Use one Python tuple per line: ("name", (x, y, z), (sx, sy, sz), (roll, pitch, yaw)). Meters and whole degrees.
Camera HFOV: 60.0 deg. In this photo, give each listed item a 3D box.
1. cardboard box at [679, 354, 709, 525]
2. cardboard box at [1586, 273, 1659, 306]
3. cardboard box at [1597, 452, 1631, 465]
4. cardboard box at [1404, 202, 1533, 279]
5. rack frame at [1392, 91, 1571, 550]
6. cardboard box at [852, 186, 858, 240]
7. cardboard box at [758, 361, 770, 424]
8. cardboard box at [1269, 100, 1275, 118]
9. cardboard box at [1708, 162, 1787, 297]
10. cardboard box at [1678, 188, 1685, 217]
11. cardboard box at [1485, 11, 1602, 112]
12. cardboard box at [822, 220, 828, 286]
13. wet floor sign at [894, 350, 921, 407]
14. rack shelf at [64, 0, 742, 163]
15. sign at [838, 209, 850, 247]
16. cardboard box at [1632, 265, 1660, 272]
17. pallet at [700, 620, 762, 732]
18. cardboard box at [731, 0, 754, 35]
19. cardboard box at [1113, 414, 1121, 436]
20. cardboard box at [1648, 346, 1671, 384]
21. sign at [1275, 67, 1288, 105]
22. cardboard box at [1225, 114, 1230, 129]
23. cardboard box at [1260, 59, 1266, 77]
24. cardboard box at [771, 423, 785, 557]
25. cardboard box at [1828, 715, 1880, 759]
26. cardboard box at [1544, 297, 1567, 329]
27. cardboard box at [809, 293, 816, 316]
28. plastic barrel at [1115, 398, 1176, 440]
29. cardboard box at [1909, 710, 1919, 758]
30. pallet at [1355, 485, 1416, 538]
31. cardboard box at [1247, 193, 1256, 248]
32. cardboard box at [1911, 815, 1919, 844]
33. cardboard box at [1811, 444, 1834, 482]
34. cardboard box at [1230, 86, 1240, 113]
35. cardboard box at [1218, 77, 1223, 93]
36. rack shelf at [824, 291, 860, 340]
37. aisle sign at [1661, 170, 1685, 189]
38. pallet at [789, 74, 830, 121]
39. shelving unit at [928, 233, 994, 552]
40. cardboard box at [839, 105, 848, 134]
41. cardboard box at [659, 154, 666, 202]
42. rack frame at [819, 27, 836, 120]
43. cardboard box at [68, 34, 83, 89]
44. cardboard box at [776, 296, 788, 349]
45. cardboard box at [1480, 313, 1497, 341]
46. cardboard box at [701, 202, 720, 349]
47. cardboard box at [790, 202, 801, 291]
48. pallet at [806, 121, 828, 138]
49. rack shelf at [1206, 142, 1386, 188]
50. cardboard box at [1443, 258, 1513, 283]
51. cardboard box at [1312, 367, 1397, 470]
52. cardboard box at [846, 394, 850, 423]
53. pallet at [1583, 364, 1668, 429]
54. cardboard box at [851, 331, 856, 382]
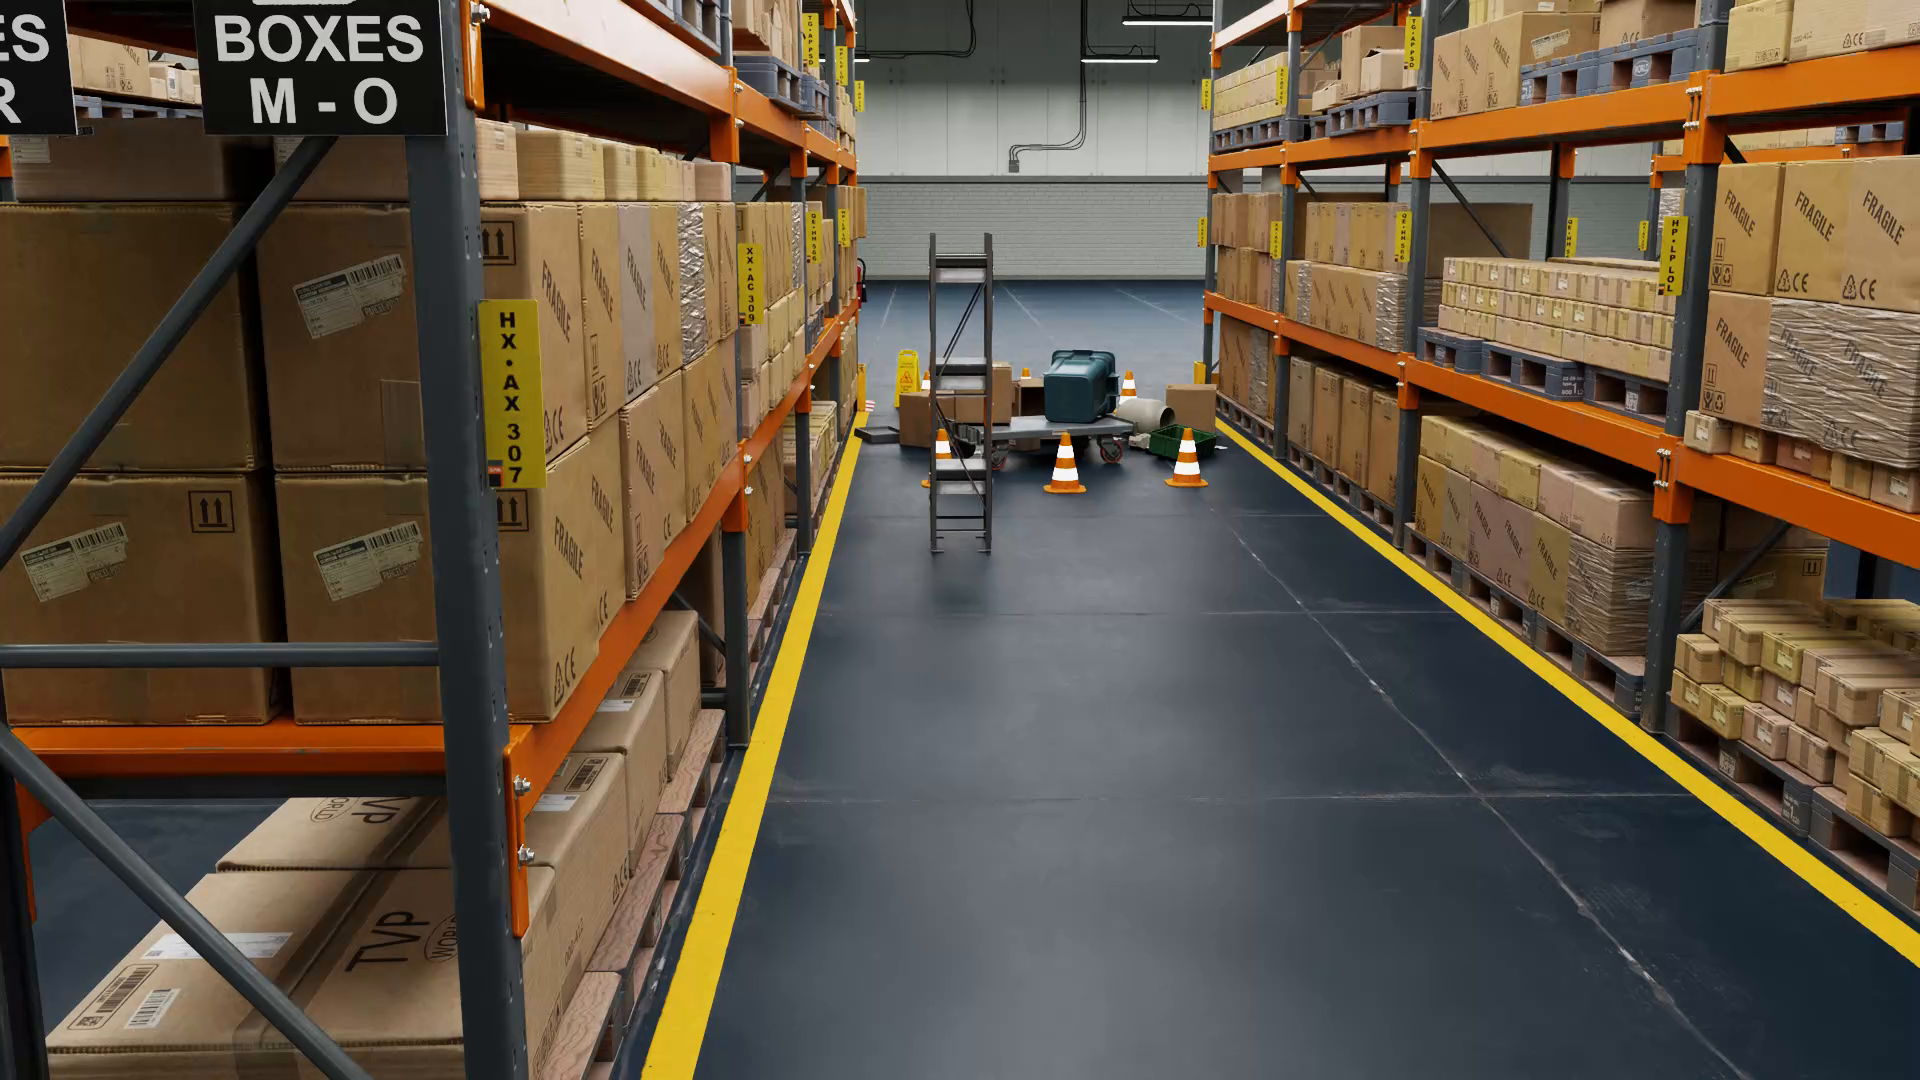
("cardboard box", (-1.105, -0.338, 5.429), (0.500, 0.500, 0.500), (0, 11, -2))
("cardboard box", (3.317, -1.233, 8.171), (0.380, 0.149, 0.250), (0, 11, -1))
("cardboard box", (3.765, -0.326, 8.967), (0.500, 0.250, 0.500), (0, 11, 1))
("cardboard box", (3.454, -2.046, 11.334), (0.700, 0.500, 0.500), (0, 11, -1))
("rack frame", (3.453, -1.418, 11.003), (1.000, 3.000, 0.127), (0, 11, -1))
("cardboard box", (-1.341, -3.147, 16.013), (0.700, 0.500, 0.500), (0, 11, -2))
("cardboard box", (-1.168, -0.700, 7.843), (0.500, 0.250, 0.500), (-1, 11, -3))
("cardboard box", (3.038, -3.936, 15.195), (0.380, 0.149, 0.250), (0, 11, 0))
("cardboard box", (3.302, -1.217, 6.498), (0.500, 0.500, 0.500), (0, 11, 0))
("cardboard box", (7.991, -3.483, 17.670), (0.500, 0.500, 0.500), (0, 11, -1))
("cardboard box", (3.232, -2.624, 9.151), (0.500, 0.500, 0.500), (0, 11, -1))
("cardboard box", (-1.321, -2.281, 13.203), (0.500, 0.500, 0.500), (0, 11, 1))
("wet floor sign", (-0.593, -1.856, 19.085), (0.267, 0.644, 0.232), (4, 12, 18))
("rack shelf", (-1.370, -1.302, 4.698), (1.077, 0.370, 4.000), (0, 11, -1))
("sign", (-1.021, -2.743, 14.623), (0.100, 0.325, 0.005), (0, 11, -1))
("cardboard box", (3.946, -1.439, 9.189), (0.380, 0.149, 0.250), (0, 11, 2))
("pallet", (-1.502, 0.631, 7.917), (1.003, 0.211, 1.213), (0, 11, -1))
("cardboard box", (-1.071, -2.293, 7.055), (0.396, 0.266, 0.258), (0, 11, -2))
("cardboard box", (1.494, -1.207, 16.841), (0.396, 0.266, 0.258), (2, 12, 9))
("cardboard box", (3.330, -0.783, 7.452), (0.380, 0.149, 0.250), (0, 11, -2))
("sign", (2.816, -3.973, 14.552), (0.100, 0.325, 0.005), (0, 11, -1))
("cardboard box", (2.991, -4.389, 17.431), (0.380, 0.149, 0.250), (0, 11, -1))
("cardboard box", (3.030, -4.427, 15.609), (0.380, 0.149, 0.250), (0, 11, 0))
("cardboard box", (-1.562, -0.404, 10.295), (0.875, 0.875, 0.875), (0, 11, -2))
("cardboard box", (3.344, 0.703, 5.916), (0.380, 0.149, 0.250), (0, 11, 1))
("cardboard box", (3.299, -1.191, 8.715), (0.380, 0.149, 0.250), (0, 11, -1))
("cardboard box", (-1.231, -1.691, 11.926), (0.380, 0.149, 0.250), (0, 11, -1))
("plastic barrel", (1.814, -1.170, 16.259), (0.512, 0.421, 0.421), (9, 15, 38))
("cardboard box", (3.343, 0.657, 5.393), (0.380, 0.149, 0.250), (0, 11, -1))
("pallet", (3.512, -0.208, 12.055), (1.003, 0.211, 1.213), (0, 11, -1))
("cardboard box", (3.377, -3.211, 16.750), (0.875, 0.550, 0.500), (0, 11, -1))
("cardboard box", (3.372, 0.952, 5.436), (0.380, 0.149, 0.250), (0, 11, 0))
("cardboard box", (3.352, -0.284, 6.047), (0.380, 0.149, 0.250), (-1, 11, -4))
("cardboard box", (3.064, -4.507, 17.007), (0.500, 0.250, 0.500), (0, 11, -2))
("cardboard box", (2.981, -4.883, 17.859), (0.380, 0.149, 0.250), (0, 11, -1))
("rack shelf", (-1.618, -2.218, 16.755), (1.077, 0.370, 4.000), (0, 11, -1))
("aisle sign", (7.948, -4.293, 18.640), (0.394, 0.787, 0.004), (0, 11, -1))
("pallet", (-1.427, -2.627, 9.895), (1.213, 0.211, 1.003), (0, 11, 1))
("shelving unit", (0.003, -0.996, 11.188), (0.431, 2.100, 0.503), (0, 11, -1))
("cardboard box", (-1.329, -4.006, 15.843), (0.500, 0.250, 0.500), (0, 11, -1))
("cardboard box", (-1.123, -1.125, 5.162), (0.380, 0.149, 0.250), (0, 11, -2))
("rack frame", (-1.576, -5.113, 14.127), (1.000, 3.000, 0.127), (0, 11, -1))
("cardboard box", (-6.227, -3.275, 11.055), (0.500, 0.500, 0.500), (0, 11, -1))
("cardboard box", (-1.173, -1.147, 8.788), (0.500, 0.250, 0.500), (-1, 11, -3))
("cardboard box", (3.279, -1.250, 9.752), (0.380, 0.149, 0.250), (0, 11, 1))
("cardboard box", (-1.123, -0.928, 5.821), (0.500, 0.500, 0.500), (0, 11, -2))
("cardboard box", (-1.203, -1.713, 9.691), (0.500, 0.500, 0.500), (0, 11, 0))
("pallet", (-1.645, -3.221, 12.821), (1.213, 0.211, 1.003), (0, 11, -1))
("rack shelf", (3.329, -3.728, 16.656), (1.077, 0.370, 4.000), (0, 11, -1))
("cardboard box", (3.269, -1.699, 10.466), (0.380, 0.149, 0.250), (0, 11, -1))
("cardboard box", (3.490, -1.001, 13.553), (1.050, 0.750, 0.750), (0, 11, -1))
("cardboard box", (-1.341, -1.255, 16.061), (0.500, 0.250, 0.500), (0, 11, 2))
("pallet", (3.666, -0.681, 7.855), (1.003, 0.211, 1.213), (0, 11, -1))
("cardboard box", (-1.367, -1.932, 17.509), (0.500, 0.500, 0.500), (0, 11, 1))
